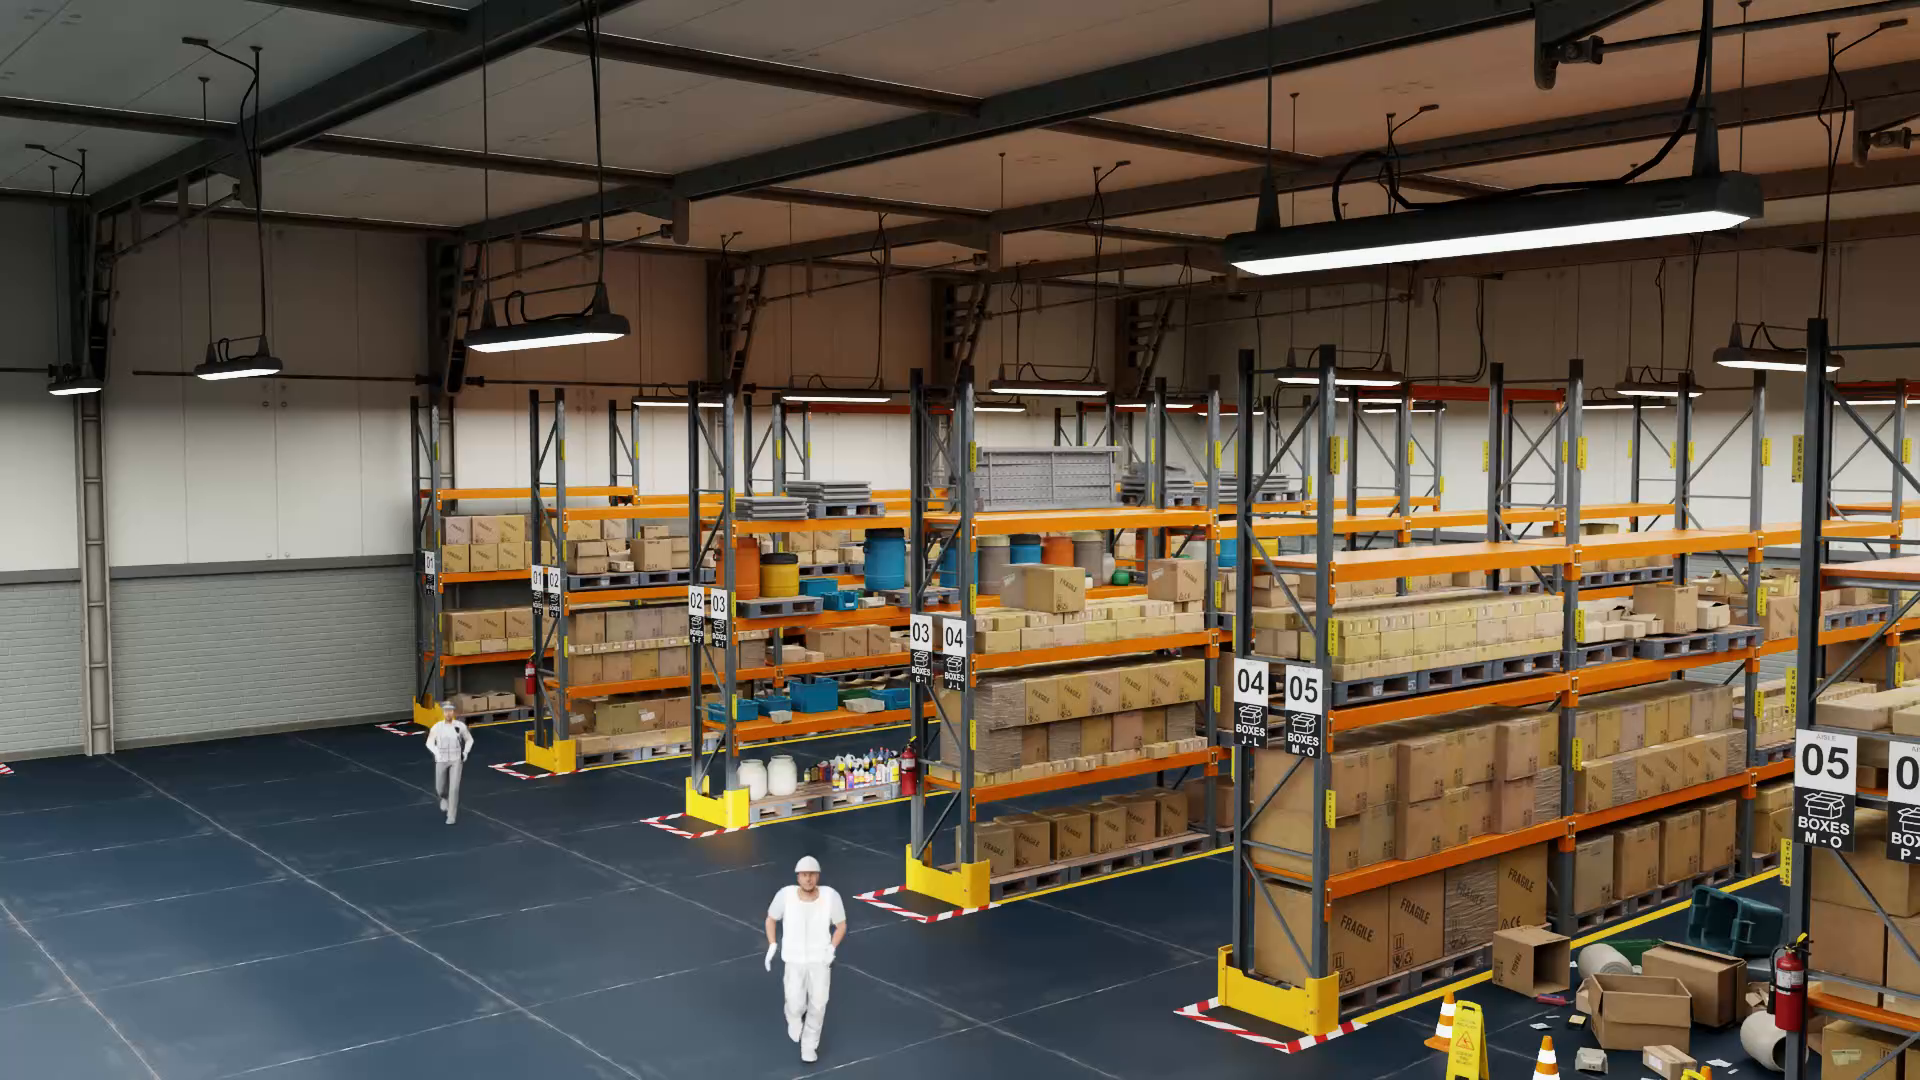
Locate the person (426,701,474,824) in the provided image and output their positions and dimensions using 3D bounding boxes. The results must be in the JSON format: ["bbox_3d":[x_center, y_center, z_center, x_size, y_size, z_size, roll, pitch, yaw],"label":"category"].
[{"bbox_3d":[-6.941,2.999,22.651,0.621,1.651,0.673,-1,3,-14],"label":"person"}]

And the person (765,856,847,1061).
[{"bbox_3d":[-1.277,3.482,13.834,0.679,1.726,0.636,0,3,-7],"label":"person"}]

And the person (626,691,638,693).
[{"bbox_3d":[-5.780,2.602,29.757,0.543,1.575,0.878,3,5,43],"label":"person"}]
